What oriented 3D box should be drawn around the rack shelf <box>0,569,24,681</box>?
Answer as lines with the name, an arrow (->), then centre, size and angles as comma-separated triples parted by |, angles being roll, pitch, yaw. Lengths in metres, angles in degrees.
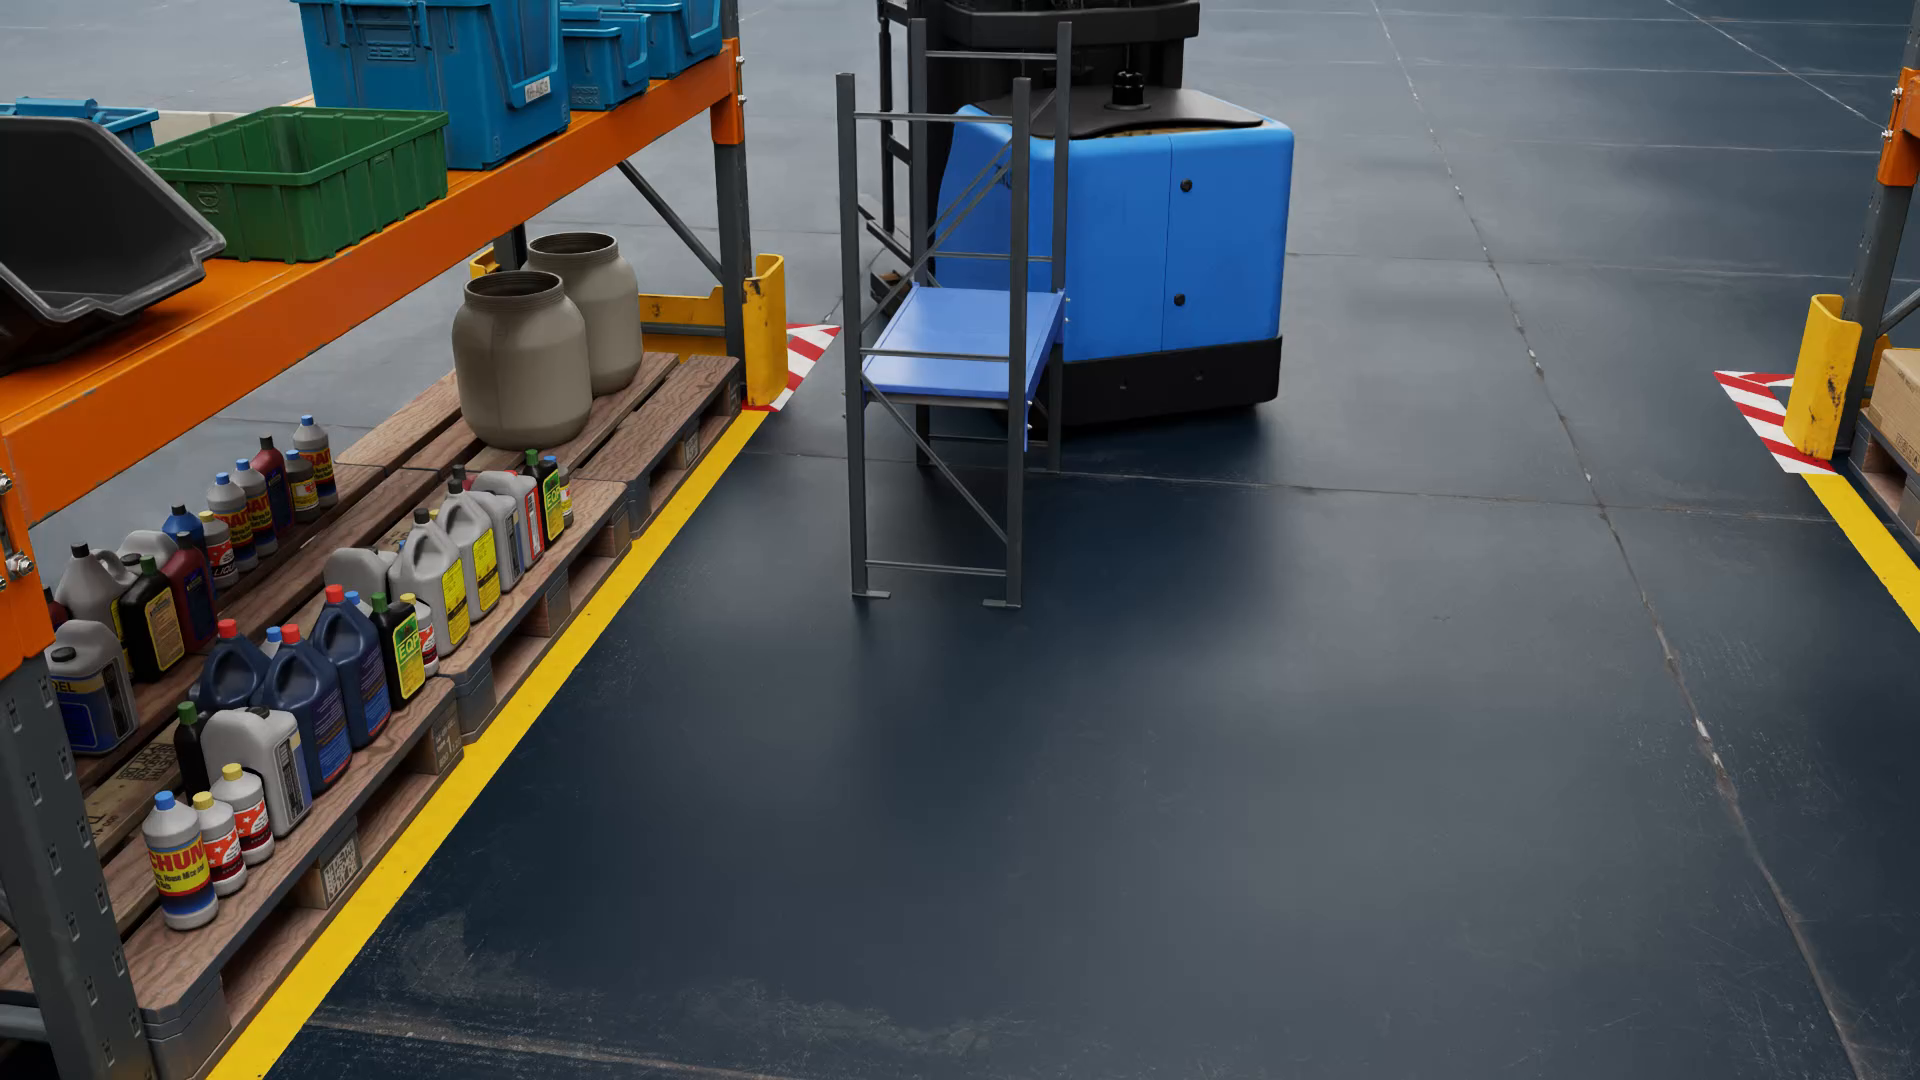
rack shelf -> -2.287, 0.825, 0.799 | 1.077, 0.370, 4.000 | 4, 25, 9

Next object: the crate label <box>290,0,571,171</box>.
crate label -> -1.340, -1.238, 4.315 | 0.502, 0.435, 0.616 | 4, 25, 9

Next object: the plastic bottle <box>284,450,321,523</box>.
plastic bottle -> -1.927, -0.163, 4.841 | 0.097, 0.201, 0.097 | 0, 25, 0

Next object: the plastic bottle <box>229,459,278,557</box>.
plastic bottle -> -1.966, -0.094, 4.612 | 0.097, 0.271, 0.097 | 0, 25, 0

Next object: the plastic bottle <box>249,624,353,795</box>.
plastic bottle -> -1.419, 0.354, 3.561 | 0.144, 0.351, 0.185 | 5, 25, 10

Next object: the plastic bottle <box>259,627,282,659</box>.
plastic bottle -> -1.514, 0.321, 3.726 | 0.097, 0.271, 0.097 | 0, 25, 0

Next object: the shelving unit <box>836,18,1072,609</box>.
shelving unit -> 0.014, -0.715, 5.008 | 0.538, 1.500, 1.048 | 4, 25, 9

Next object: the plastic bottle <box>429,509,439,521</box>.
plastic bottle -> -1.391, 0.017, 4.458 | 0.097, 0.201, 0.097 | 0, 25, 0

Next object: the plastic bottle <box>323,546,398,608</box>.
plastic bottle -> -1.469, 0.131, 4.125 | 0.152, 0.276, 0.135 | 4, 25, 9

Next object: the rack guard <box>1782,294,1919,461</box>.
rack guard -> 3.584, -0.544, 5.822 | 1.175, 0.500, 0.348 | 4, 25, 9

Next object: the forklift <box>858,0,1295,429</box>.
forklift -> 0.241, -2.324, 6.757 | 1.130, 2.935, 3.031 | -8, 26, -17

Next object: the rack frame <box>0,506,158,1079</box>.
rack frame -> -1.963, -0.338, 2.434 | 0.949, 2.616, 0.053 | 4, 25, 9

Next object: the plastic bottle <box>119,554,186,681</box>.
plastic bottle -> -1.950, 0.185, 4.002 | 0.061, 0.283, 0.133 | 4, 25, 9

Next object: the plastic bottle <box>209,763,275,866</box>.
plastic bottle -> -1.442, 0.542, 3.335 | 0.097, 0.201, 0.097 | 0, 25, 0

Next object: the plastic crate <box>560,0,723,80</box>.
plastic crate -> -1.093, -1.713, 5.547 | 0.499, 0.251, 0.616 | 4, 25, 9

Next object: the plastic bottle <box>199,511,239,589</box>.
plastic bottle -> -1.999, 0.021, 4.449 | 0.097, 0.201, 0.097 | 0, 25, 0

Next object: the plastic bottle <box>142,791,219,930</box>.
plastic bottle -> -1.476, 0.596, 3.138 | 0.097, 0.271, 0.097 | 0, 25, 0

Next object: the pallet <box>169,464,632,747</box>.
pallet -> -1.612, 0.135, 4.712 | 1.003, 0.211, 1.213 | 4, 25, 9

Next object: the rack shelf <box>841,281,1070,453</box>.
rack shelf -> 0.014, -0.552, 5.085 | 0.538, 0.185, 1.000 | 4, 25, 9

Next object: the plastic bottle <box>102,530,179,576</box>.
plastic bottle -> -2.025, 0.124, 4.140 | 0.152, 0.276, 0.135 | 4, 25, 9

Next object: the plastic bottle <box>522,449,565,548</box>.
plastic bottle -> -1.175, -0.131, 4.677 | 0.061, 0.283, 0.133 | 5, 25, 10

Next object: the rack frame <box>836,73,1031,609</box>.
rack frame -> -0.069, -0.502, 4.554 | 0.500, 1.500, 0.032 | 4, 25, 9

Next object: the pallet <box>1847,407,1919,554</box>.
pallet -> 3.496, -0.080, 5.172 | 1.003, 0.211, 1.213 | 4, 25, 9

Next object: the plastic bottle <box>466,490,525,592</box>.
plastic bottle -> -1.265, -0.016, 4.440 | 0.152, 0.276, 0.135 | 3, 25, 7

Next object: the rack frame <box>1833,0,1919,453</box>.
rack frame -> 3.580, -1.666, 5.271 | 1.000, 3.000, 0.127 | 4, 25, 9

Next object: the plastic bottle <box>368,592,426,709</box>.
plastic bottle -> -1.320, 0.239, 3.886 | 0.061, 0.283, 0.133 | 5, 26, 11

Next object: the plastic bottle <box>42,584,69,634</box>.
plastic bottle -> -2.122, 0.253, 3.857 | 0.061, 0.283, 0.133 | 6, 26, 12

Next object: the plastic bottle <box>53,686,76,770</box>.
plastic bottle -> -1.997, 0.383, 3.498 | 0.144, 0.351, 0.185 | 4, 25, 9

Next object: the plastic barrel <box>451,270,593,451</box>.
plastic barrel -> -1.420, -0.584, 5.398 | 0.421, 0.512, 0.421 | 0, 25, 0

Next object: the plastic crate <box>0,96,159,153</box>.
plastic crate -> -2.047, -0.752, 3.494 | 0.499, 0.251, 0.616 | 4, 25, 9

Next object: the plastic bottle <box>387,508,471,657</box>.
plastic bottle -> -1.319, 0.097, 4.110 | 0.144, 0.351, 0.185 | 4, 25, 8

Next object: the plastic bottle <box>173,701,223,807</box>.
plastic bottle -> -1.555, 0.446, 3.444 | 0.061, 0.283, 0.133 | 4, 25, 9

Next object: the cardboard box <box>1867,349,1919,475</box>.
cardboard box -> 3.273, -0.402, 5.318 | 0.500, 0.250, 0.500 | 4, 25, 9
